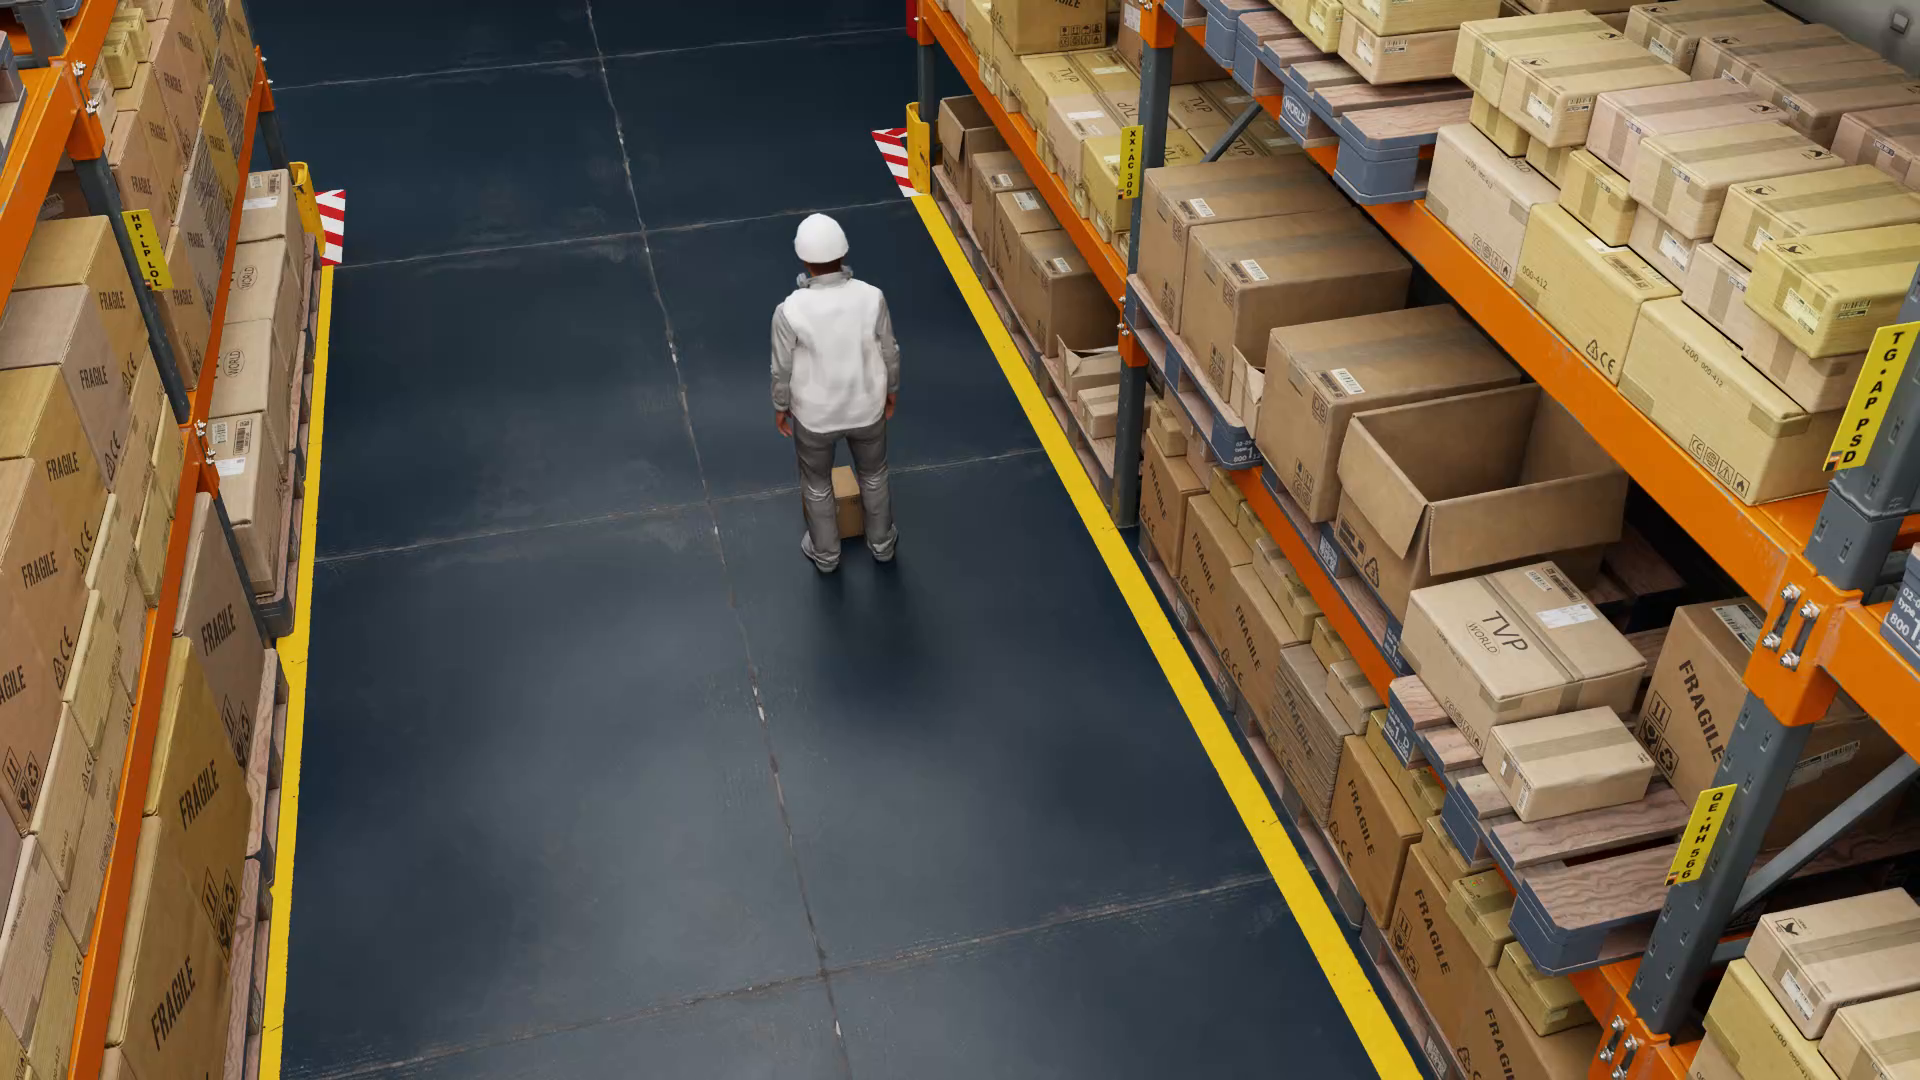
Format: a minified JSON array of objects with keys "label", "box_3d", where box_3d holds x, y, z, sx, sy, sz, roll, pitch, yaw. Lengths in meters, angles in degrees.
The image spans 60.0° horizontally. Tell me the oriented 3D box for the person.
[{"label":"person","box_3d":[-0.555,-0.626,7.497,0.584,1.771,0.466,-10,39,-12]}]
